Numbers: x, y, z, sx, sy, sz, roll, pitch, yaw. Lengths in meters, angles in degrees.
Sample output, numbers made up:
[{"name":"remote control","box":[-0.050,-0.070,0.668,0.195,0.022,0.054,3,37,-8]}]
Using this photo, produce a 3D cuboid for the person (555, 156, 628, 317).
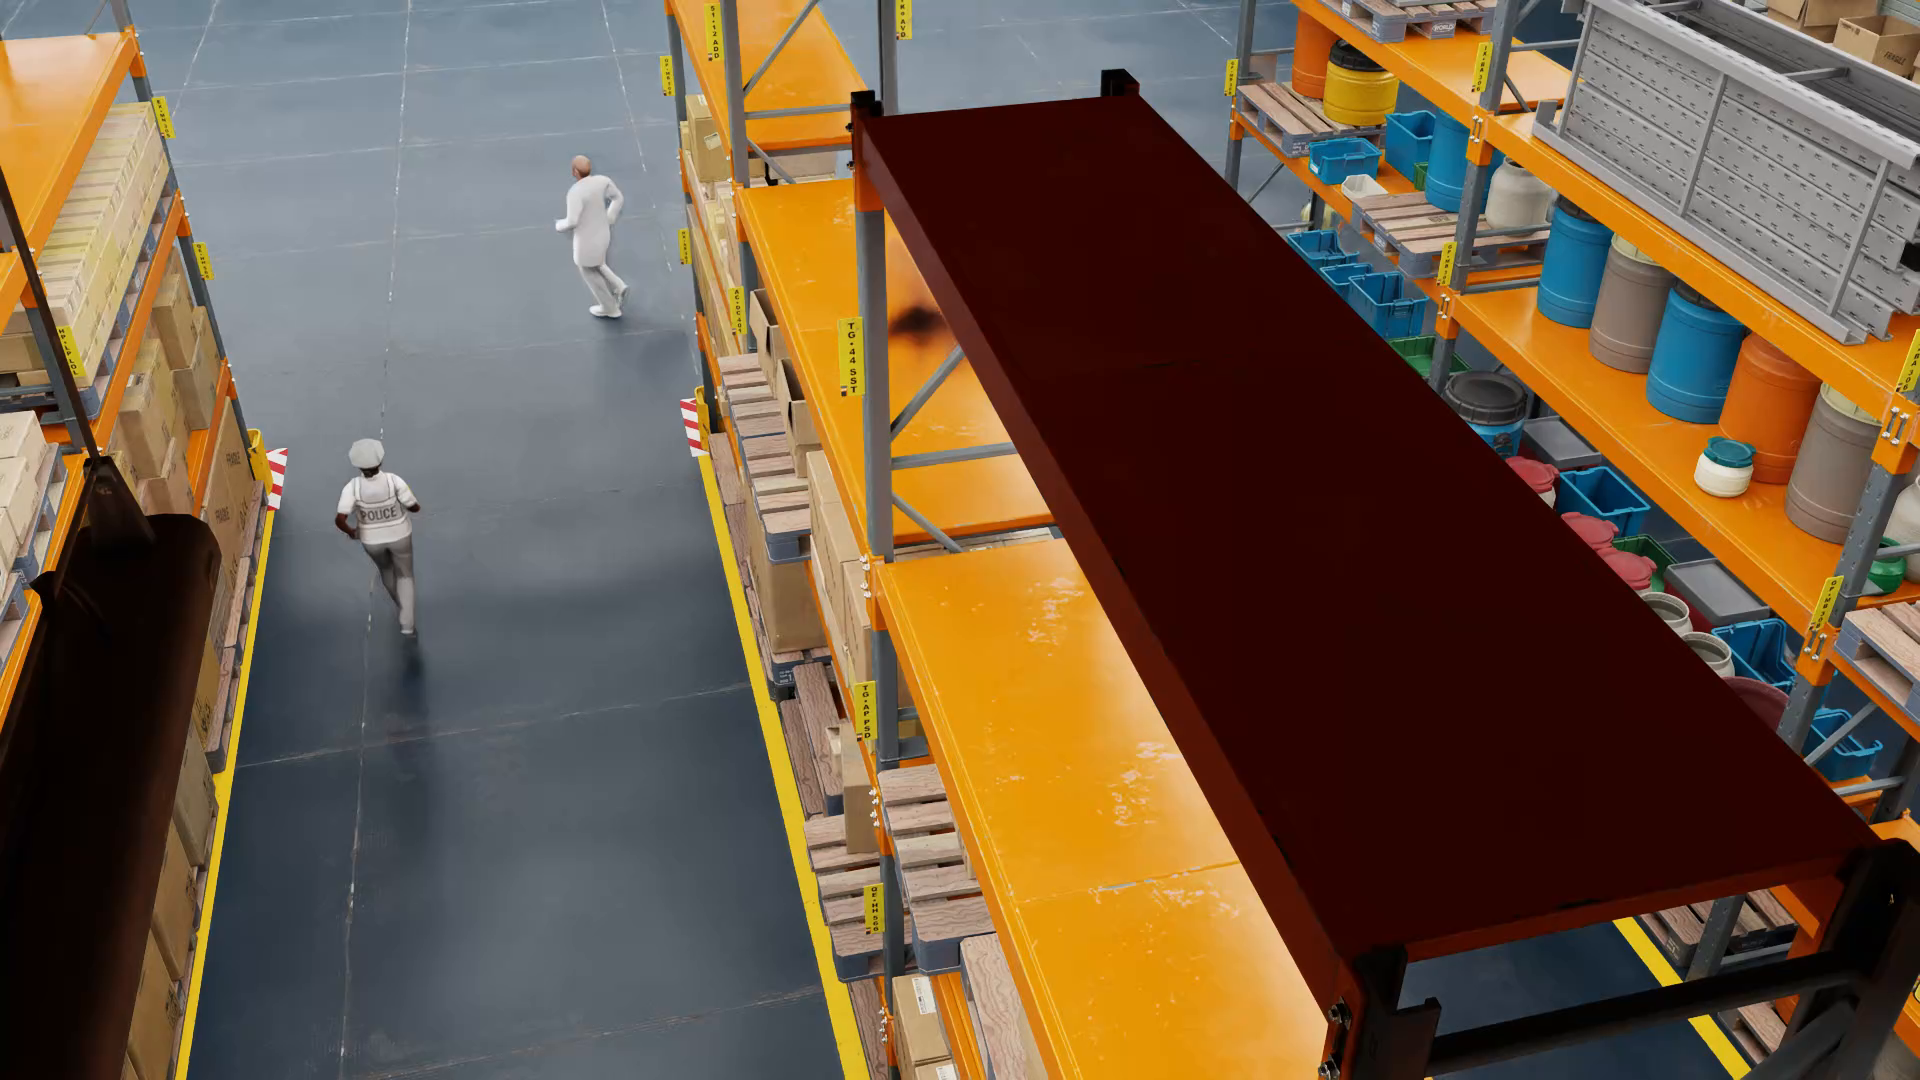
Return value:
[{"name":"person","box":[-3.811,-3.117,17.103,0.628,1.746,0.722,15,37,21]}]

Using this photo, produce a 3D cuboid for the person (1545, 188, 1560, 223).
[{"name":"person","box":[6.759,-4.012,18.497,0.685,1.689,0.578,12,36,17]}]

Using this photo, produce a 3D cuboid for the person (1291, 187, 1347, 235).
[{"name":"person","box":[3.594,-3.057,17.097,0.621,1.606,0.582,23,41,30]}]

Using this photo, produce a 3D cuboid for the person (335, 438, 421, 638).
[{"name":"person","box":[-4.346,0.005,12.599,0.590,1.710,0.920,-8,35,-11]}]

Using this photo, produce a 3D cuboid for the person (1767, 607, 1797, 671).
[{"name":"person","box":[5.885,0.419,12.088,0.593,1.594,0.672,-9,35,-12]}]
